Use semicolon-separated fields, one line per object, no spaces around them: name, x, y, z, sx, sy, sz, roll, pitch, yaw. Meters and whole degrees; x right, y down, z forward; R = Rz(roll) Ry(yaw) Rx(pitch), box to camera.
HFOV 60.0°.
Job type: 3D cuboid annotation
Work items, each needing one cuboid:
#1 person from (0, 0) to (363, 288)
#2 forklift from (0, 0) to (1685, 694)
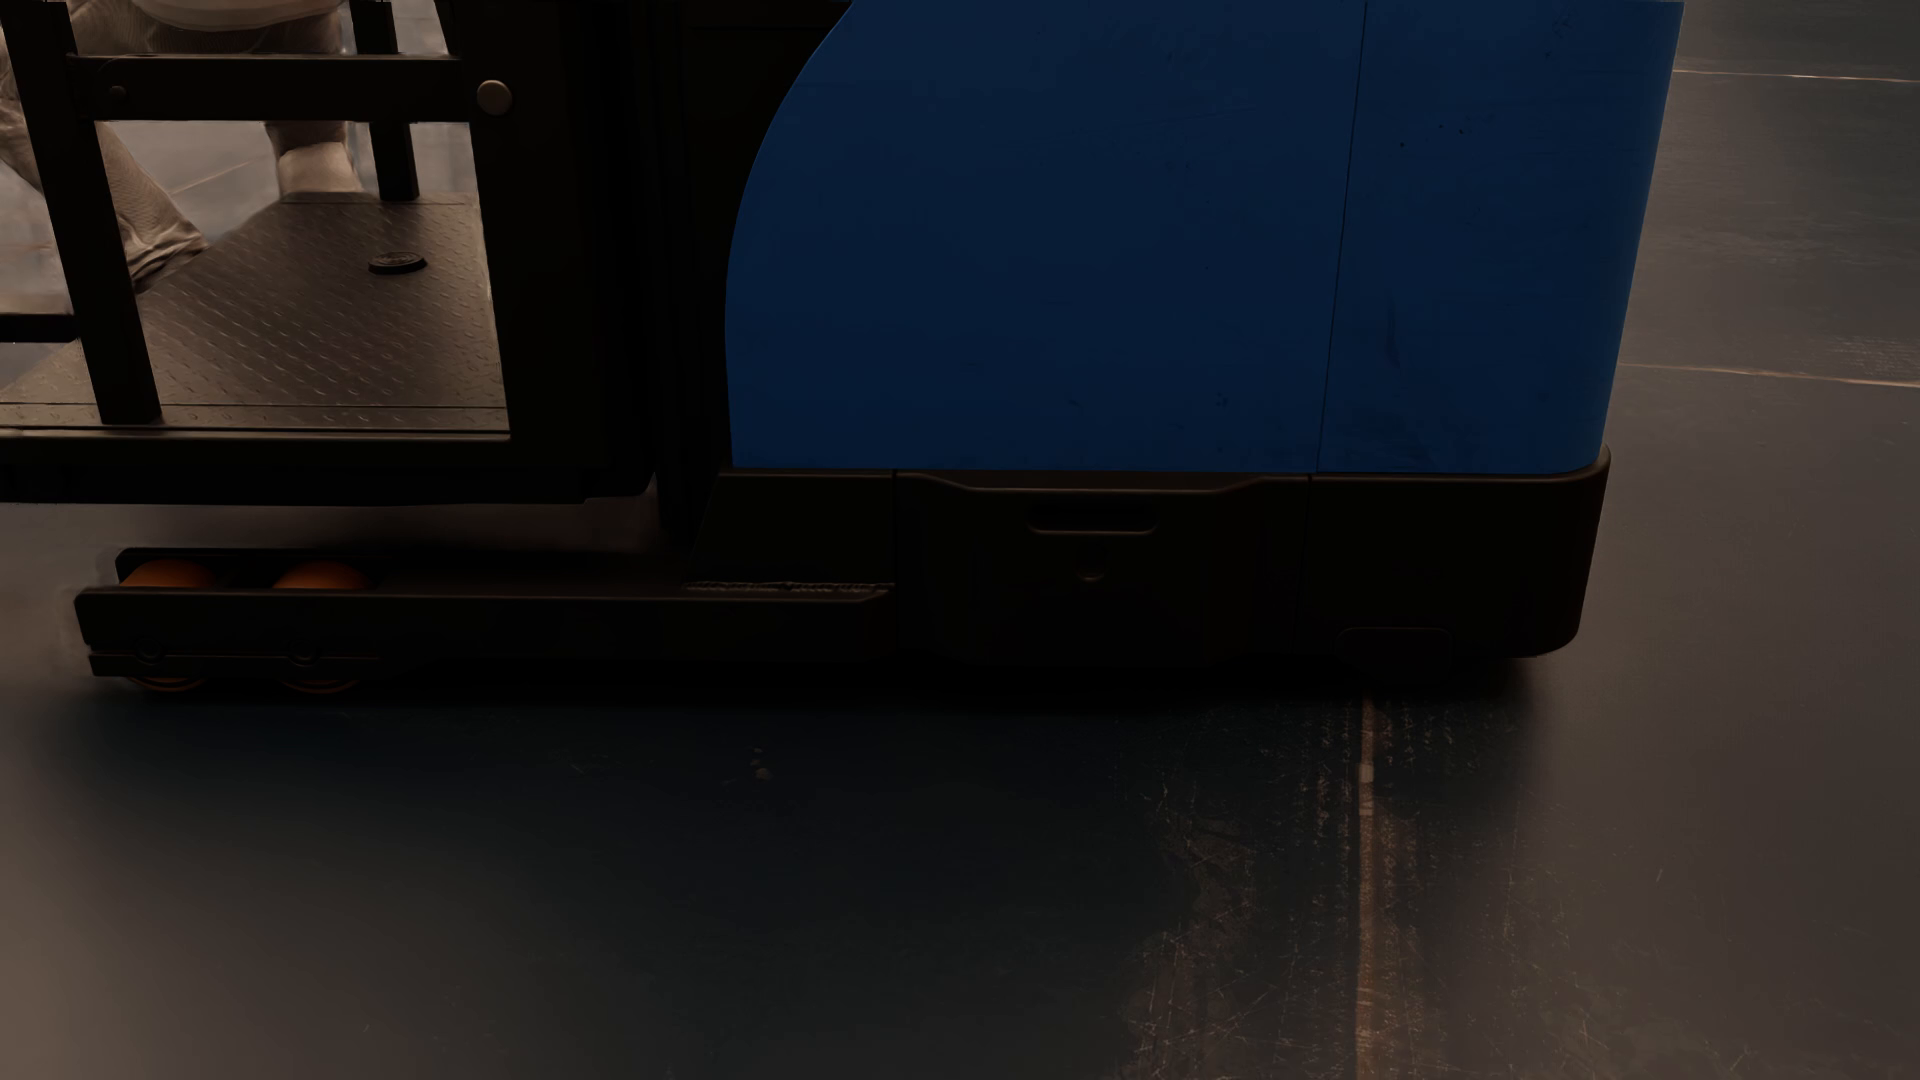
person;-1.367;-1.070;2.690;0.811;1.557;1.080;24;35;38
forklift;-0.712;-1.351;1.923;3.031;2.935;1.130;1;27;1
